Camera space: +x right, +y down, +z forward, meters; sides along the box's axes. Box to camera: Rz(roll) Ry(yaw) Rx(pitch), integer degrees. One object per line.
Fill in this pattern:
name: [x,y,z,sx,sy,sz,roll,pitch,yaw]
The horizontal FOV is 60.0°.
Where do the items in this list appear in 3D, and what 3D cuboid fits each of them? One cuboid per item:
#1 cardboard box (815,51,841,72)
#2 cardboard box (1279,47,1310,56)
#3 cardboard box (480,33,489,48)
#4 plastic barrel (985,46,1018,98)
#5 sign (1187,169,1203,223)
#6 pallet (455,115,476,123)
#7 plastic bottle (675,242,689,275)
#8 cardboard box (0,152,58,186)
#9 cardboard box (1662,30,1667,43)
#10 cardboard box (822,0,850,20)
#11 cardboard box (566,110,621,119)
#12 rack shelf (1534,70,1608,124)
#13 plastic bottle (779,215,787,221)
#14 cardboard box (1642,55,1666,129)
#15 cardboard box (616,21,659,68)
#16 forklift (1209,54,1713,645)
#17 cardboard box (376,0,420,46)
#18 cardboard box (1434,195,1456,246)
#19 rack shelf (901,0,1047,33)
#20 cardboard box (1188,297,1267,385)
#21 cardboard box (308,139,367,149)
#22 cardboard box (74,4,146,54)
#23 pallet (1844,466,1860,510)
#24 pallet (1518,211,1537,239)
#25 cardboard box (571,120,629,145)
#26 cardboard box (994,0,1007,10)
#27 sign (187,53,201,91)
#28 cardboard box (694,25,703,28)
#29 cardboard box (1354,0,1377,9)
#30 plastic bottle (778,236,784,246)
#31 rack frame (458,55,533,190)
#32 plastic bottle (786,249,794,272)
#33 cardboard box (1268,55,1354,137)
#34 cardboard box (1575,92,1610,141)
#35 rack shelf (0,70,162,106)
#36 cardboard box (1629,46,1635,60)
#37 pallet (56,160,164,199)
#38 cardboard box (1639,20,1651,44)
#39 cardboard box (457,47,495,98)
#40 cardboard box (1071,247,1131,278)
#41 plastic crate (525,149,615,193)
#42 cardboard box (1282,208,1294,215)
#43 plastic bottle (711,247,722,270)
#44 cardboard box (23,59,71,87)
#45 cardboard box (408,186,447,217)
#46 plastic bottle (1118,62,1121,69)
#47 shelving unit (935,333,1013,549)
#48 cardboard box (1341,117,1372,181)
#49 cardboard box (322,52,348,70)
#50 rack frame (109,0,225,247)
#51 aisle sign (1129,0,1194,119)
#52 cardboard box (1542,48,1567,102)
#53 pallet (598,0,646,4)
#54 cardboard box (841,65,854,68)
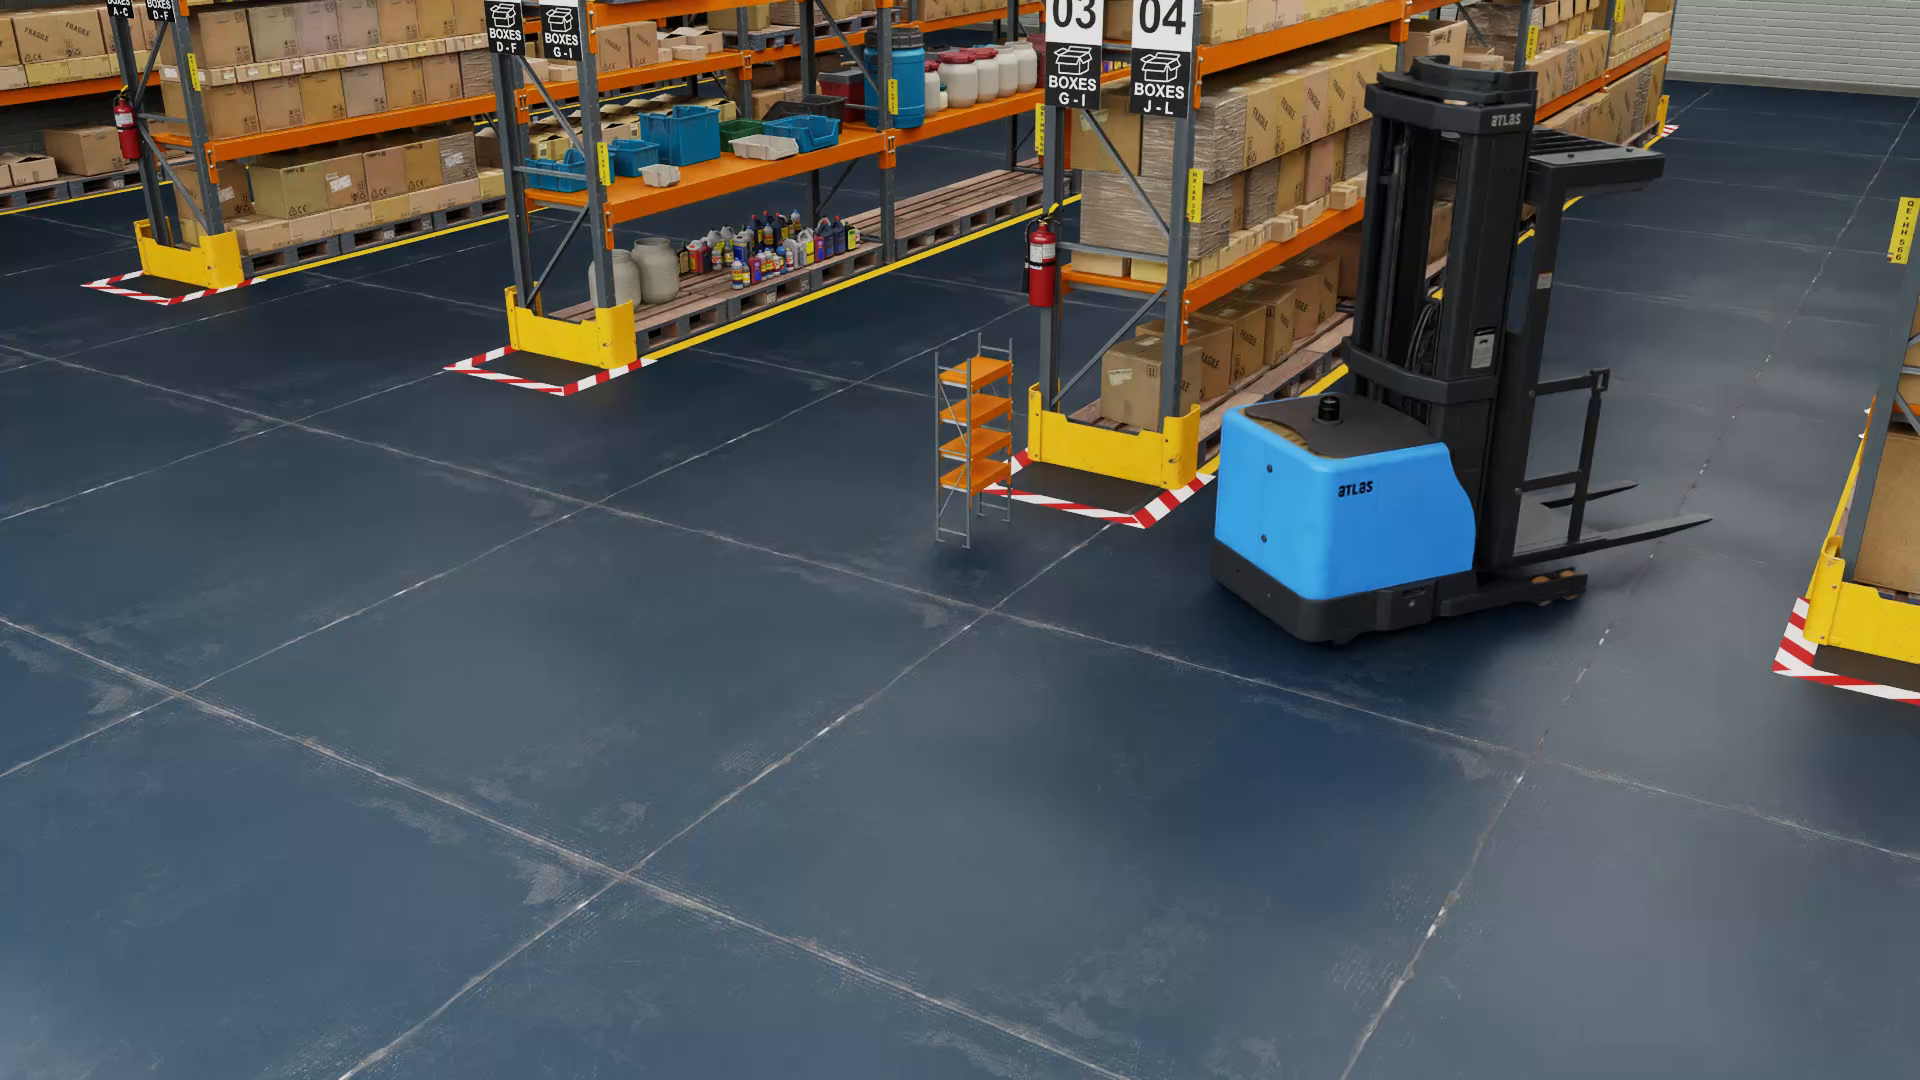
cardboard box: [-2.080,-6.930,24.132,0.500,0.250,0.500,14,27,29]
cardboard box: [2.388,-3.577,12.979,0.500,0.500,0.500,14,27,29]
cardboard box: [-5.272,-5.488,18.209,0.380,0.149,0.250,14,27,29]
plastic barrel: [0.422,-5.109,18.135,0.421,0.512,0.421,0,23,0]
sign: [1.455,-2.137,10.322,0.100,0.325,0.005,14,27,29]
pallet: [-7.824,-6.125,24.132,1.003,0.211,1.213,14,27,29]
plastic bottle: [-2.572,-2.602,15.350,0.061,0.283,0.133,15,27,30]
cardboard box: [-10.889,-4.343,19.337,0.500,0.311,0.500,16,28,33]
cardboard box: [9.390,-6.861,22.640,0.380,0.149,0.250,14,27,29]
cardboard box: [-1.970,-7.610,23.400,0.700,0.500,0.500,7,24,16]
cardboard box: [-4.538,-5.180,20.666,0.500,0.311,0.500,13,27,28]
rack shelf: [6.269,-4.899,18.696,1.077,0.370,4.000,14,27,29]
plastic bottle: [-1.792,-3.063,16.425,0.152,0.276,0.135,15,28,31]
cardboard box: [9.164,-6.239,23.032,0.875,0.875,0.875,14,27,29]
cardboard box: [-4.072,-6.107,20.456,0.500,0.500,0.500,12,26,26]
forklift: [3.008,-1.154,9.226,3.031,2.935,1.130,-10,25,-21]
cardboard box: [-6.069,-5.431,17.262,0.700,0.500,0.500,14,27,29]
cardboard box: [4.595,-3.188,16.432,0.700,0.500,0.500,11,26,25]
rack shelf: [-0.036,-8.326,26.613,1.077,0.370,4.000,14,27,29]
cardboard box: [1.970,-1.523,12.610,0.500,0.500,0.500,17,29,34]
cardboard box: [-6.610,-3.958,17.607,0.500,0.500,0.500,14,27,29]
cardboard box: [-10.041,-6.041,19.648,0.500,0.500,0.500,13,27,27]
pallet: [6.154,-0.197,10.439,1.003,0.211,1.213,14,27,29]
pallet: [5.693,-3.524,18.126,1.003,0.211,1.213,14,27,29]
cardboard box: [-4.340,-4.899,20.018,0.500,0.311,0.500,13,27,27]
cardboard box: [0.476,-8.826,26.736,0.500,0.500,0.500,14,27,29]
sign: [-6.952,-4.246,15.094,0.100,0.325,0.005,14,27,29]
cardboard box: [-4.484,-8.669,28.302,0.380,0.149,0.250,15,28,31]
cardboard box: [2.801,-4.129,12.425,0.500,0.250,0.500,15,27,30]
plastic bottle: [-1.651,-2.714,15.608,0.061,0.283,0.133,14,27,29]
rack frame: [-5.310,-5.281,18.673,1.000,3.000,0.127,14,27,29]
plastic bottle: [-1.599,-2.608,15.468,0.097,0.201,0.097,0,23,0]
cardboard box: [2.573,-3.298,12.333,0.500,0.500,0.500,14,27,29]
cardboard box: [7.003,-4.901,19.942,1.225,0.875,0.875,14,27,29]
rack shelf: [-10.576,-5.313,19.652,1.077,0.370,4.000,14,27,29]
cardboard box: [8.311,-6.172,21.047,0.380,0.149,0.250,13,27,28]
pallet: [-10.488,-4.391,20.127,1.003,0.211,1.213,14,27,29]
cardboard box: [8.596,-6.583,21.495,0.500,0.250,0.500,14,27,29]
cardboard box: [-5.539,-5.176,18.304,0.700,0.500,0.500,13,27,28]
cardboard box: [0.969,-1.878,11.128,0.380,0.149,0.250,14,27,29]
plastic crate: [-3.204,-3.055,13.719,0.499,0.251,0.616,14,27,29]
cardboard box: [2.239,-2.383,12.295,0.380,0.149,0.250,14,27,29]
plastic bottle: [-2.273,-2.627,15.512,0.097,0.201,0.097,0,23,0]
cardboard box: [-10.568,-5.355,19.008,0.500,0.250,0.500,13,27,28]
cardboard box: [-5.893,-3.671,17.887,0.500,0.250,0.500,14,27,29]
plastic bottle: [1.907,-5.813,20.153,0.097,0.201,0.097,0,23,0]
shelving unit: [0.087,-0.606,10.141,0.258,1.200,0.503,14,27,29]
cardboard box: [2.814,-3.247,13.475,0.875,0.500,0.500,14,27,29]
cardboard box: [-6.353,-4.797,16.613,0.380,0.149,0.250,13,27,28]
rack frame: [-7.420,-3.931,15.555,1.000,3.000,0.127,14,27,29]
aisle sign: [1.216,-2.963,10.046,0.394,0.787,0.004,14,27,29]
cardboard box: [6.238,-5.055,18.025,0.500,0.500,0.500,13,27,28]
pallet: [-2.695,-4.440,13.193,1.003,0.211,1.213,14,27,29]
cardboard box: [-1.825,-6.741,24.639,0.500,0.500,0.500,14,27,30]
